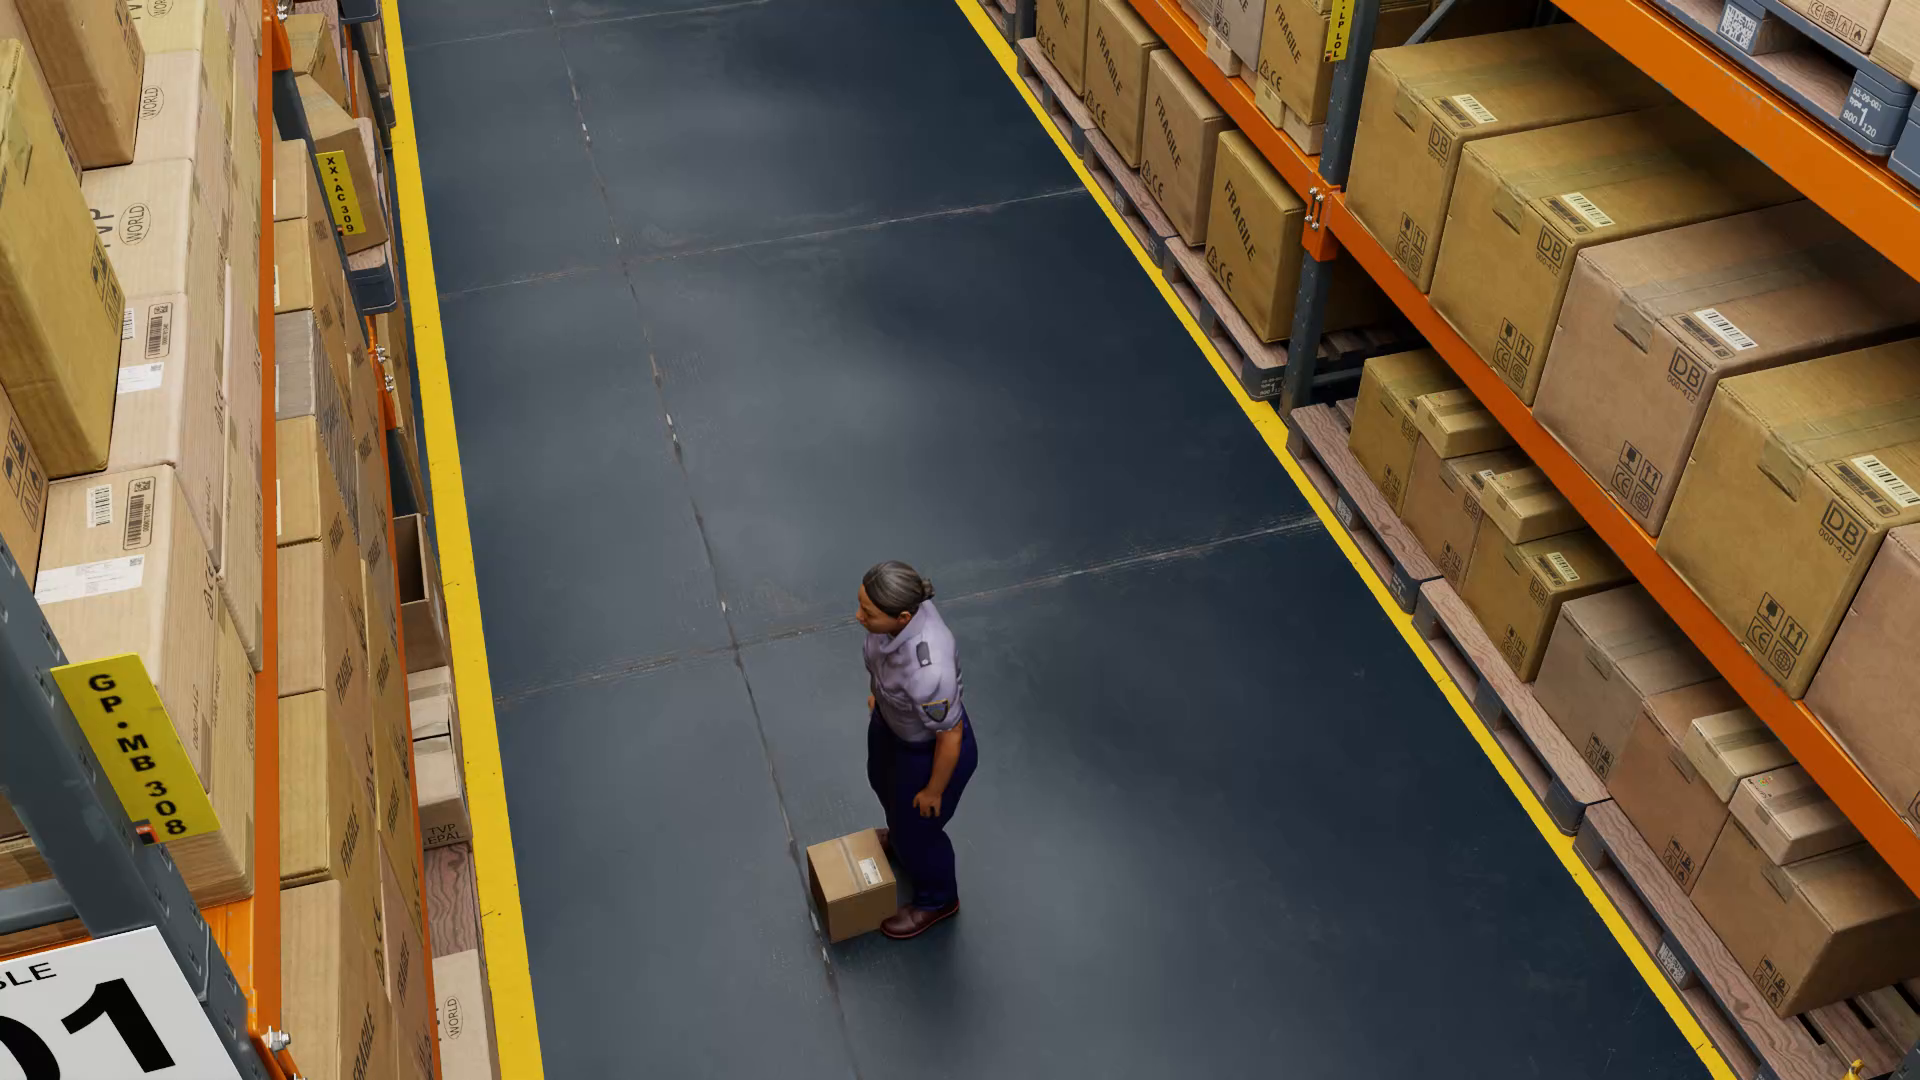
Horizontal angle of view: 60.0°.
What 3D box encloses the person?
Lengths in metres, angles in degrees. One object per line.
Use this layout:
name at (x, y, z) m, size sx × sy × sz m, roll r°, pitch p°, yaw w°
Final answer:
person at (-0.156, 0.649, 5.458) m, size 0.367 × 1.651 × 0.564 m, roll -14°, pitch 44°, yaw -15°
